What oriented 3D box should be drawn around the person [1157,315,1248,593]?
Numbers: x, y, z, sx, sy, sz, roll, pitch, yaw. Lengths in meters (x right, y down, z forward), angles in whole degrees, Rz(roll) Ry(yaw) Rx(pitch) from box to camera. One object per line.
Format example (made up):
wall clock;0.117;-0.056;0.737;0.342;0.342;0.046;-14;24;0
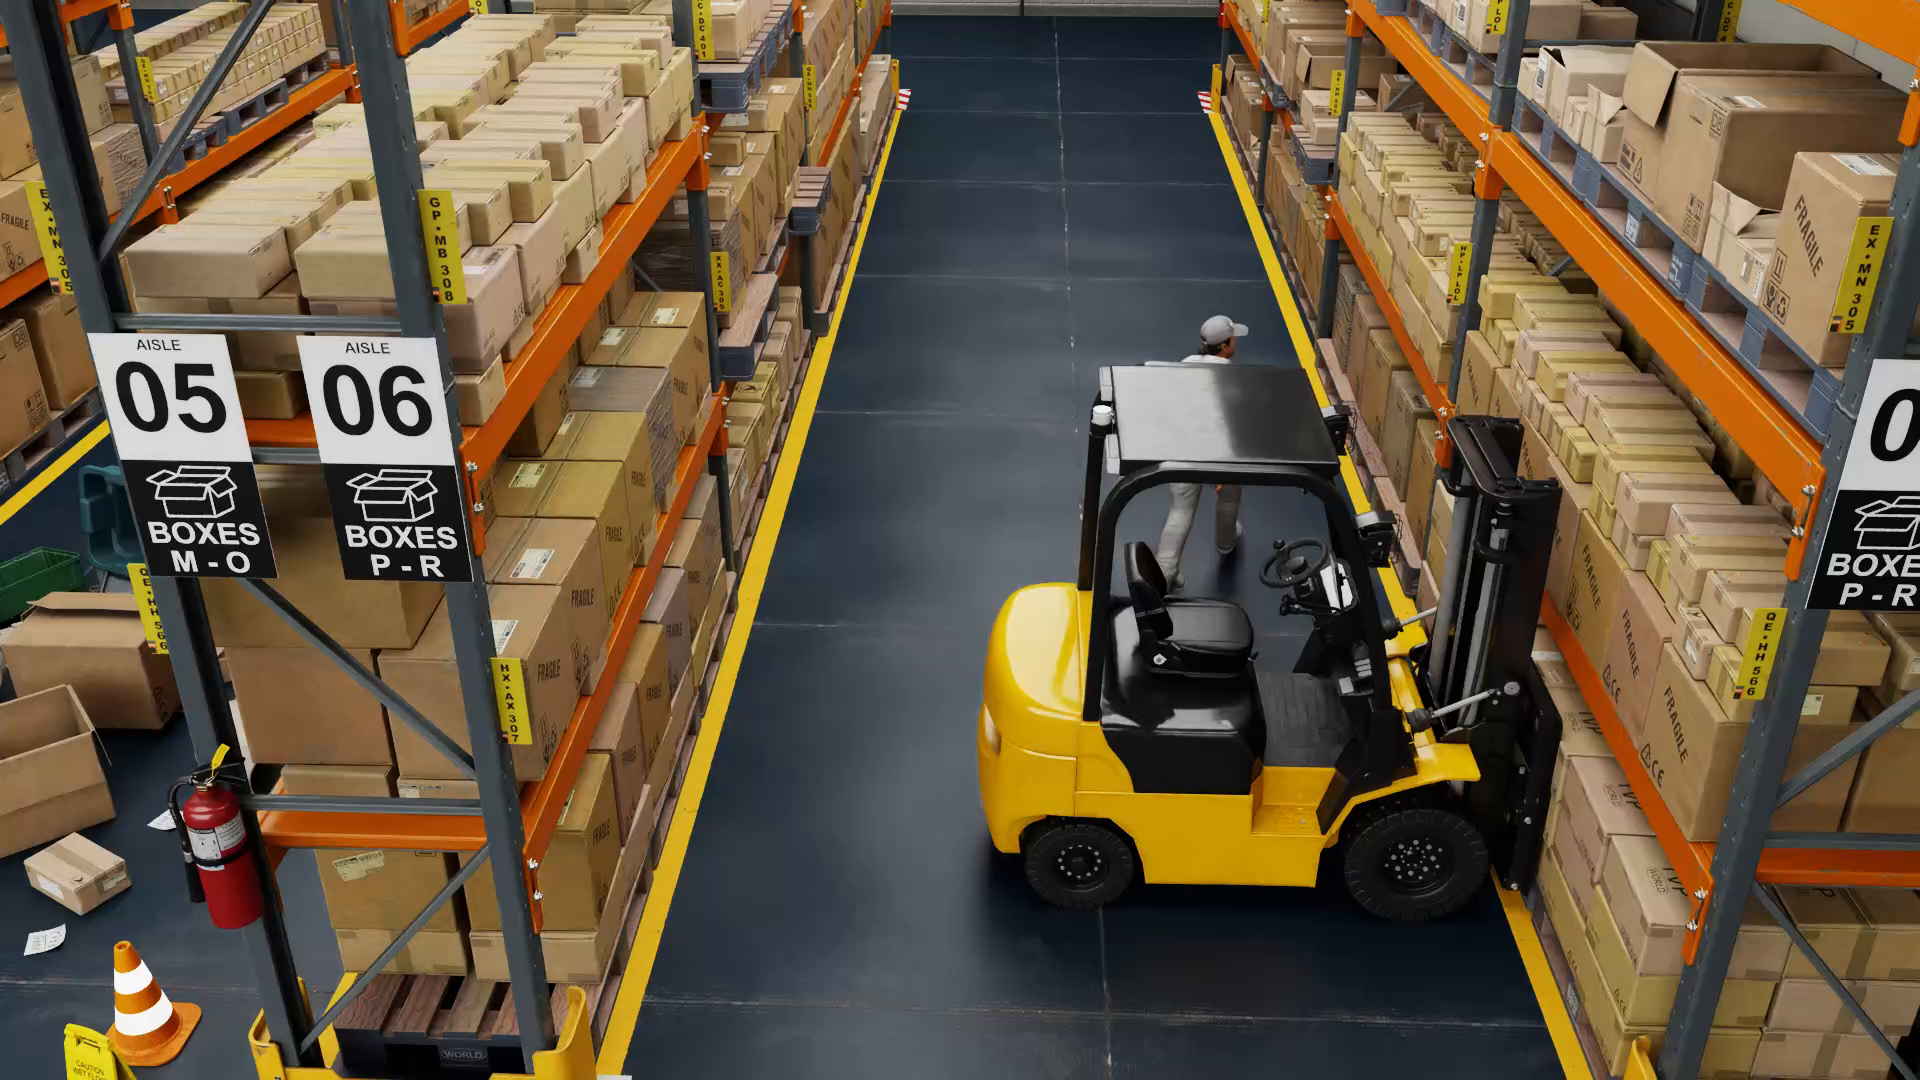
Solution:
person;1.436;-0.527;9.621;0.459;1.597;1.078;15;31;25
